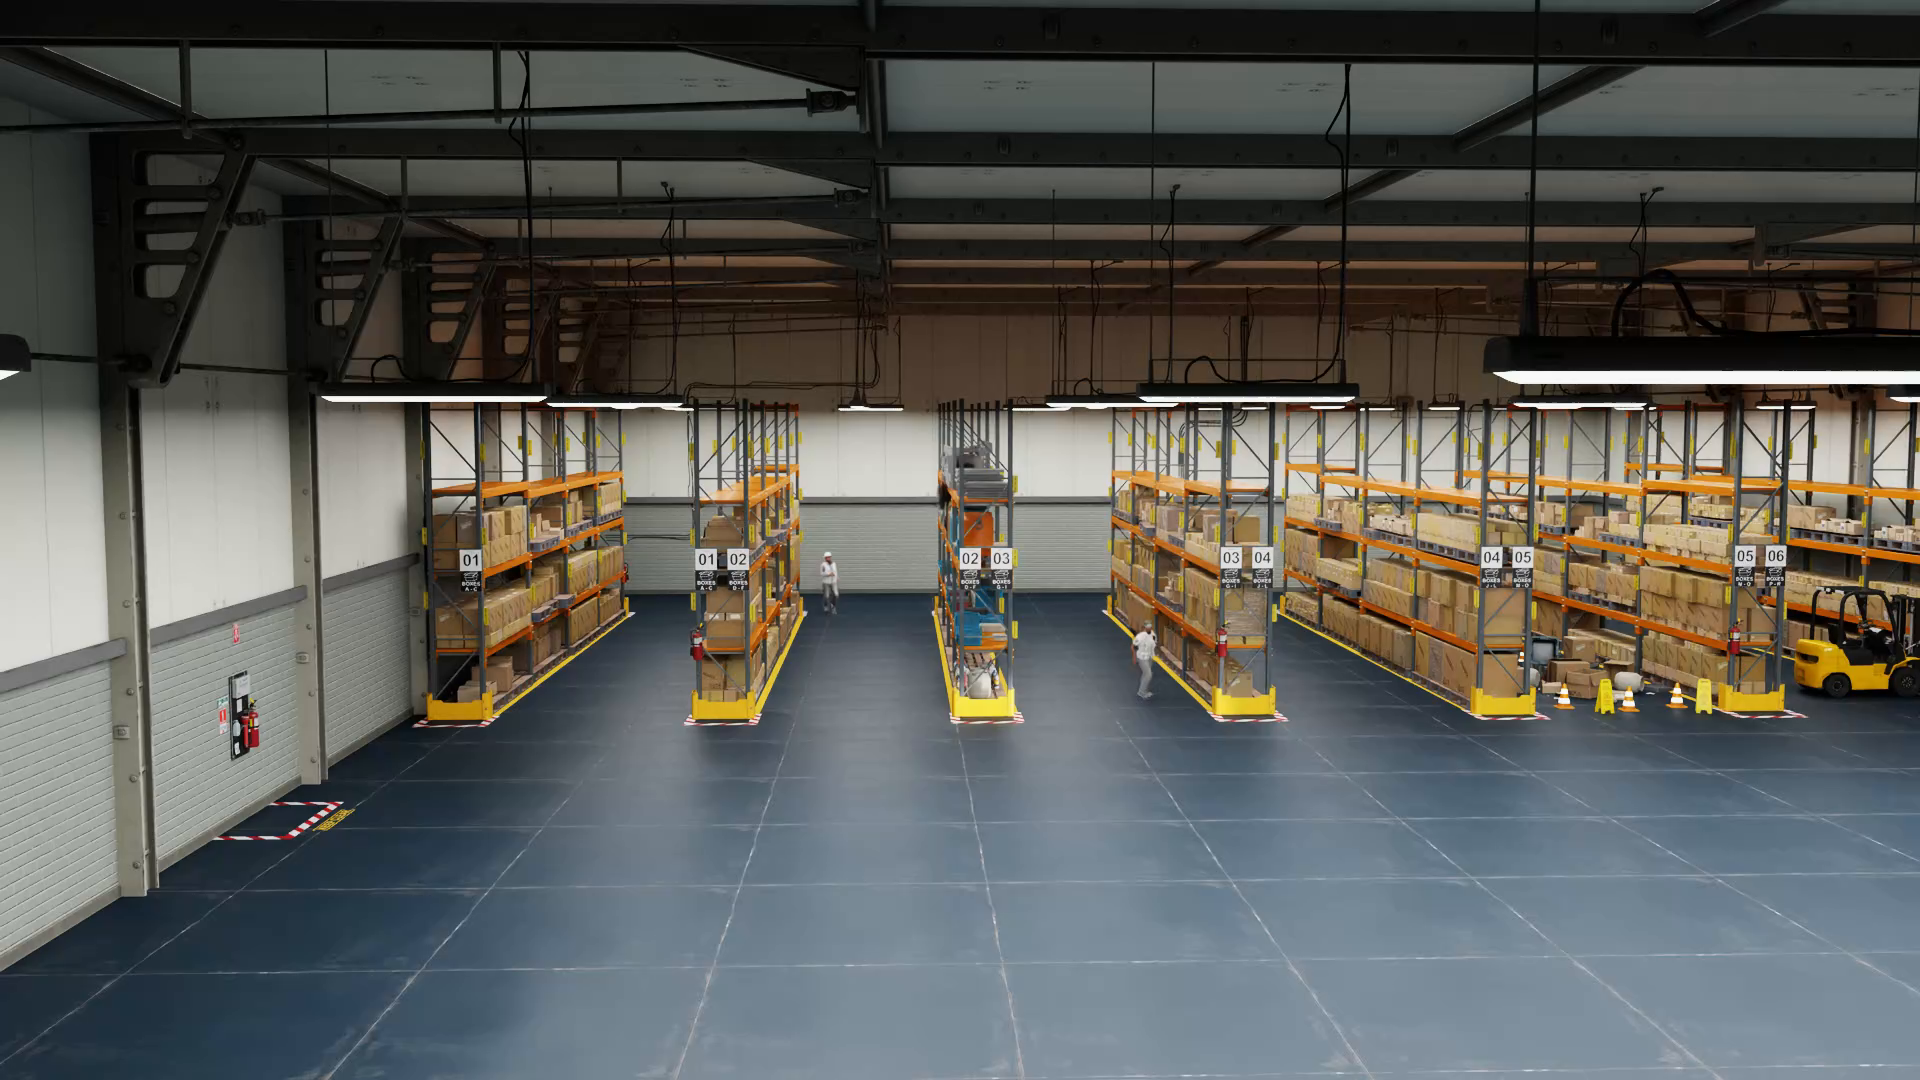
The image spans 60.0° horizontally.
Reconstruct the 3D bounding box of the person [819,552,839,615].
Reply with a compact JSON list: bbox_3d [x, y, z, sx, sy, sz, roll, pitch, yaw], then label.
[{"bbox_3d":[-3.750,1.249,47.576,0.626,1.825,0.721,-2,5,-27],"label":"person"}]

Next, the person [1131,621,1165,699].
[{"bbox_3d":[3.792,2.415,33.492,0.618,1.638,0.776,-4,6,-43],"label":"person"}]

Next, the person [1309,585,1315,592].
[{"bbox_3d":[10.474,1.180,48.653,0.647,1.714,0.687,2,5,24],"label":"person"}]
